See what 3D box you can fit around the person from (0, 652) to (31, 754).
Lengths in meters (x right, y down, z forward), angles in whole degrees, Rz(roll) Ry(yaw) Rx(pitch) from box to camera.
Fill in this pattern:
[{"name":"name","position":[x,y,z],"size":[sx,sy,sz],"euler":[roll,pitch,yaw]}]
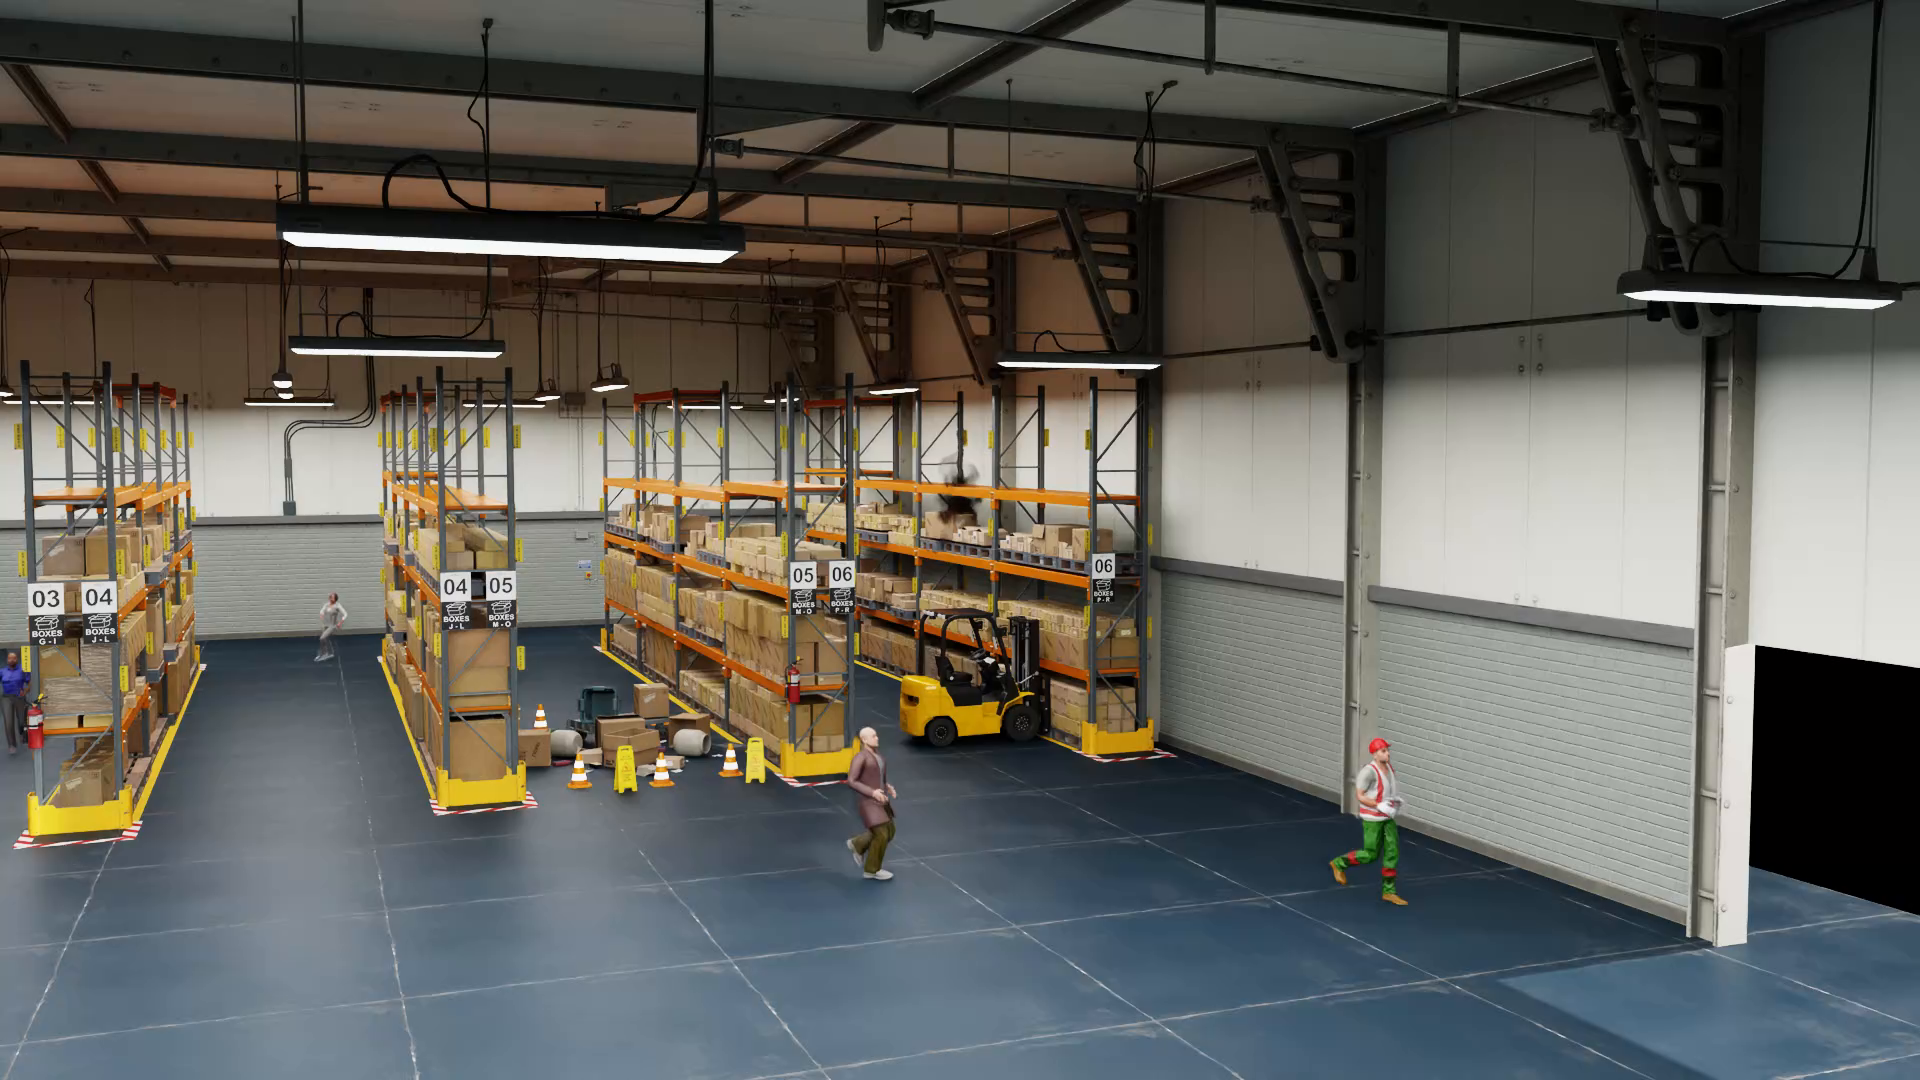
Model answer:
[{"name":"person","position":[-15.178,2.592,26.655],"size":[0.580,1.607,0.681],"euler":[-2,4,-27]}]

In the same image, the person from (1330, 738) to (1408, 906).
[{"name":"person","position":[4.512,3.034,18.143],"size":[0.664,1.781,0.886],"euler":[-3,5,-42]}]

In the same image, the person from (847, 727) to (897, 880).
[{"name":"person","position":[-1.034,2.994,18.964],"size":[0.668,1.724,0.707],"euler":[2,4,24]}]

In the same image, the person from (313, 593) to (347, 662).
[{"name":"person","position":[-14.253,1.964,37.610],"size":[0.680,1.555,0.596],"euler":[1,4,21]}]
